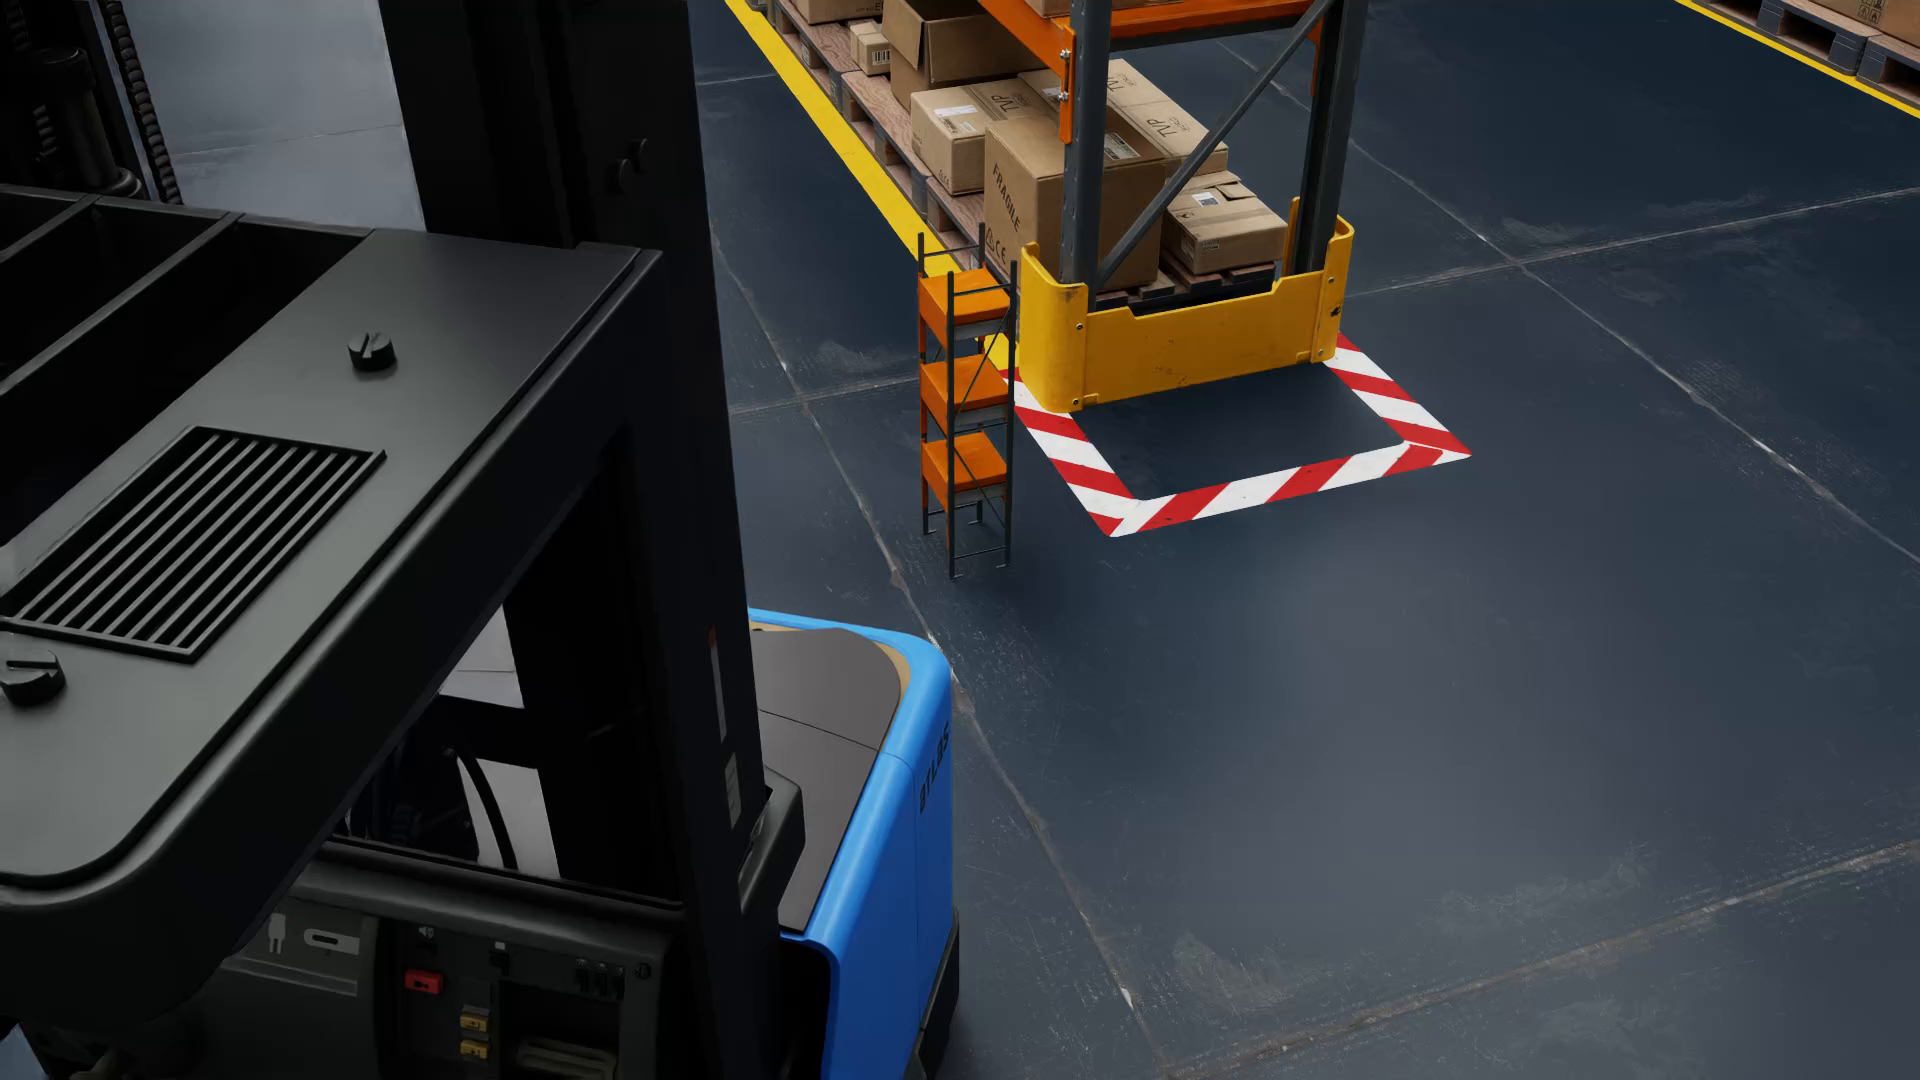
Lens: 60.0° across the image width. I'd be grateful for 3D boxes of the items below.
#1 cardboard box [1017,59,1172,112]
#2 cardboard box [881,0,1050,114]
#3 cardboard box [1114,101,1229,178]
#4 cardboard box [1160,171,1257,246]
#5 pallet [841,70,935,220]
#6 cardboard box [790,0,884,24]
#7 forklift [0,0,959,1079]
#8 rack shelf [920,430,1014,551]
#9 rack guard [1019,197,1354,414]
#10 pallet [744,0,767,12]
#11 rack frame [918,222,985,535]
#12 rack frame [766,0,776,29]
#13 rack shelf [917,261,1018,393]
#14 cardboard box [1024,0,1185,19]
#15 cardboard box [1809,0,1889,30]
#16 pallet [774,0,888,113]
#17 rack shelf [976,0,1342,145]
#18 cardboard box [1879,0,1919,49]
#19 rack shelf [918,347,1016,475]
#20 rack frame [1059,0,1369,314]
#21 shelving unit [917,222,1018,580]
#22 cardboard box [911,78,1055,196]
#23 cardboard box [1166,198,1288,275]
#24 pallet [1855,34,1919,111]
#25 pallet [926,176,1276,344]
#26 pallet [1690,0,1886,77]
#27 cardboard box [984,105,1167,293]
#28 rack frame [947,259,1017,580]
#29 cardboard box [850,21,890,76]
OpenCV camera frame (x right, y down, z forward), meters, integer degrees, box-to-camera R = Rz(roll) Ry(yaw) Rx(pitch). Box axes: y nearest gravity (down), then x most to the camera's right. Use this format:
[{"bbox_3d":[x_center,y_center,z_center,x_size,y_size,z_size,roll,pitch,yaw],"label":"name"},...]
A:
[{"bbox_3d":[0.564,-1.814,7.085,0.500,0.250,0.500,-12,39,-16],"label":"cardboard box"},{"bbox_3d":[0.104,-2.184,7.365,0.797,0.503,0.637,-12,39,-16],"label":"cardboard box"},{"bbox_3d":[0.736,-1.532,6.710,0.500,0.250,0.500,-12,39,-16],"label":"cardboard box"},{"bbox_3d":[0.921,-1.299,6.470,0.380,0.166,0.250,-12,39,-16],"label":"cardboard box"},{"bbox_3d":[0.111,-1.873,7.562,1.003,0.211,1.213,-12,39,-16],"label":"pallet"},{"bbox_3d":[-0.606,-2.885,8.457,0.500,0.311,0.500,-12,39,-16],"label":"cardboard box"},{"bbox_3d":[-0.857,0.667,1.929,1.130,2.935,3.031,9,38,11],"label":"forklift"},{"bbox_3d":[0.018,-0.159,5.068,0.215,0.259,0.240,-12,39,-16],"label":"rack shelf"},{"bbox_3d":[0.803,-0.850,5.963,1.175,0.500,0.348,-12,39,-16],"label":"rack guard"},{"bbox_3d":[-0.863,-3.403,9.593,1.003,0.211,1.213,-12,39,-16],"label":"pallet"},{"bbox_3d":[-0.024,-0.458,4.985,0.200,1.050,0.008,-12,39,-16],"label":"rack frame"},{"bbox_3d":[-0.548,-4.066,8.154,1.000,3.000,0.127,-12,39,-16],"label":"rack frame"},{"bbox_3d":[0.018,-0.607,4.730,0.215,0.259,0.240,-12,39,-16],"label":"rack shelf"},{"bbox_3d":[0.419,-2.042,5.385,0.500,0.500,0.500,-11,38,-15],"label":"cardboard box"},{"bbox_3d":[4.798,-2.944,8.394,0.700,0.500,0.500,-14,39,-17],"label":"cardboard box"},{"bbox_3d":[-0.312,-2.563,8.478,1.003,0.211,1.213,-12,39,-16],"label":"pallet"},{"bbox_3d":[0.141,-2.648,6.871,1.077,0.370,4.000,-12,39,-16],"label":"rack shelf"},{"bbox_3d":[4.972,-2.660,8.017,0.700,0.500,0.500,-13,39,-16],"label":"cardboard box"},{"bbox_3d":[0.018,-0.381,4.900,0.215,0.259,0.240,-12,39,-16],"label":"rack shelf"},{"bbox_3d":[0.829,-1.806,5.154,1.000,3.000,0.127,-12,39,-16],"label":"rack frame"},{"bbox_3d":[0.018,-0.389,4.894,0.215,1.050,0.252,-12,39,-16],"label":"shelving unit"},{"bbox_3d":[0.112,-1.682,6.910,0.500,0.250,0.500,-12,39,-16],"label":"cardboard box"},{"bbox_3d":[1.007,-1.151,6.288,0.380,0.149,0.250,-12,39,-16],"label":"cardboard box"},{"bbox_3d":[5.130,-2.155,7.936,1.003,0.211,1.213,-12,39,-16],"label":"pallet"},{"bbox_3d":[0.527,-1.185,6.648,1.003,0.211,1.213,-12,39,-16],"label":"pallet"},{"bbox_3d":[4.714,-2.843,8.849,1.003,0.211,1.213,-12,39,-16],"label":"pallet"},{"bbox_3d":[0.410,-1.239,6.114,0.500,0.500,0.500,-12,39,-16],"label":"cardboard box"},{"bbox_3d":[0.060,-0.320,4.802,0.200,1.050,0.008,-12,39,-16],"label":"rack frame"},{"bbox_3d":[-0.299,-2.341,7.854,0.380,0.166,0.250,-12,39,-16],"label":"cardboard box"}]
